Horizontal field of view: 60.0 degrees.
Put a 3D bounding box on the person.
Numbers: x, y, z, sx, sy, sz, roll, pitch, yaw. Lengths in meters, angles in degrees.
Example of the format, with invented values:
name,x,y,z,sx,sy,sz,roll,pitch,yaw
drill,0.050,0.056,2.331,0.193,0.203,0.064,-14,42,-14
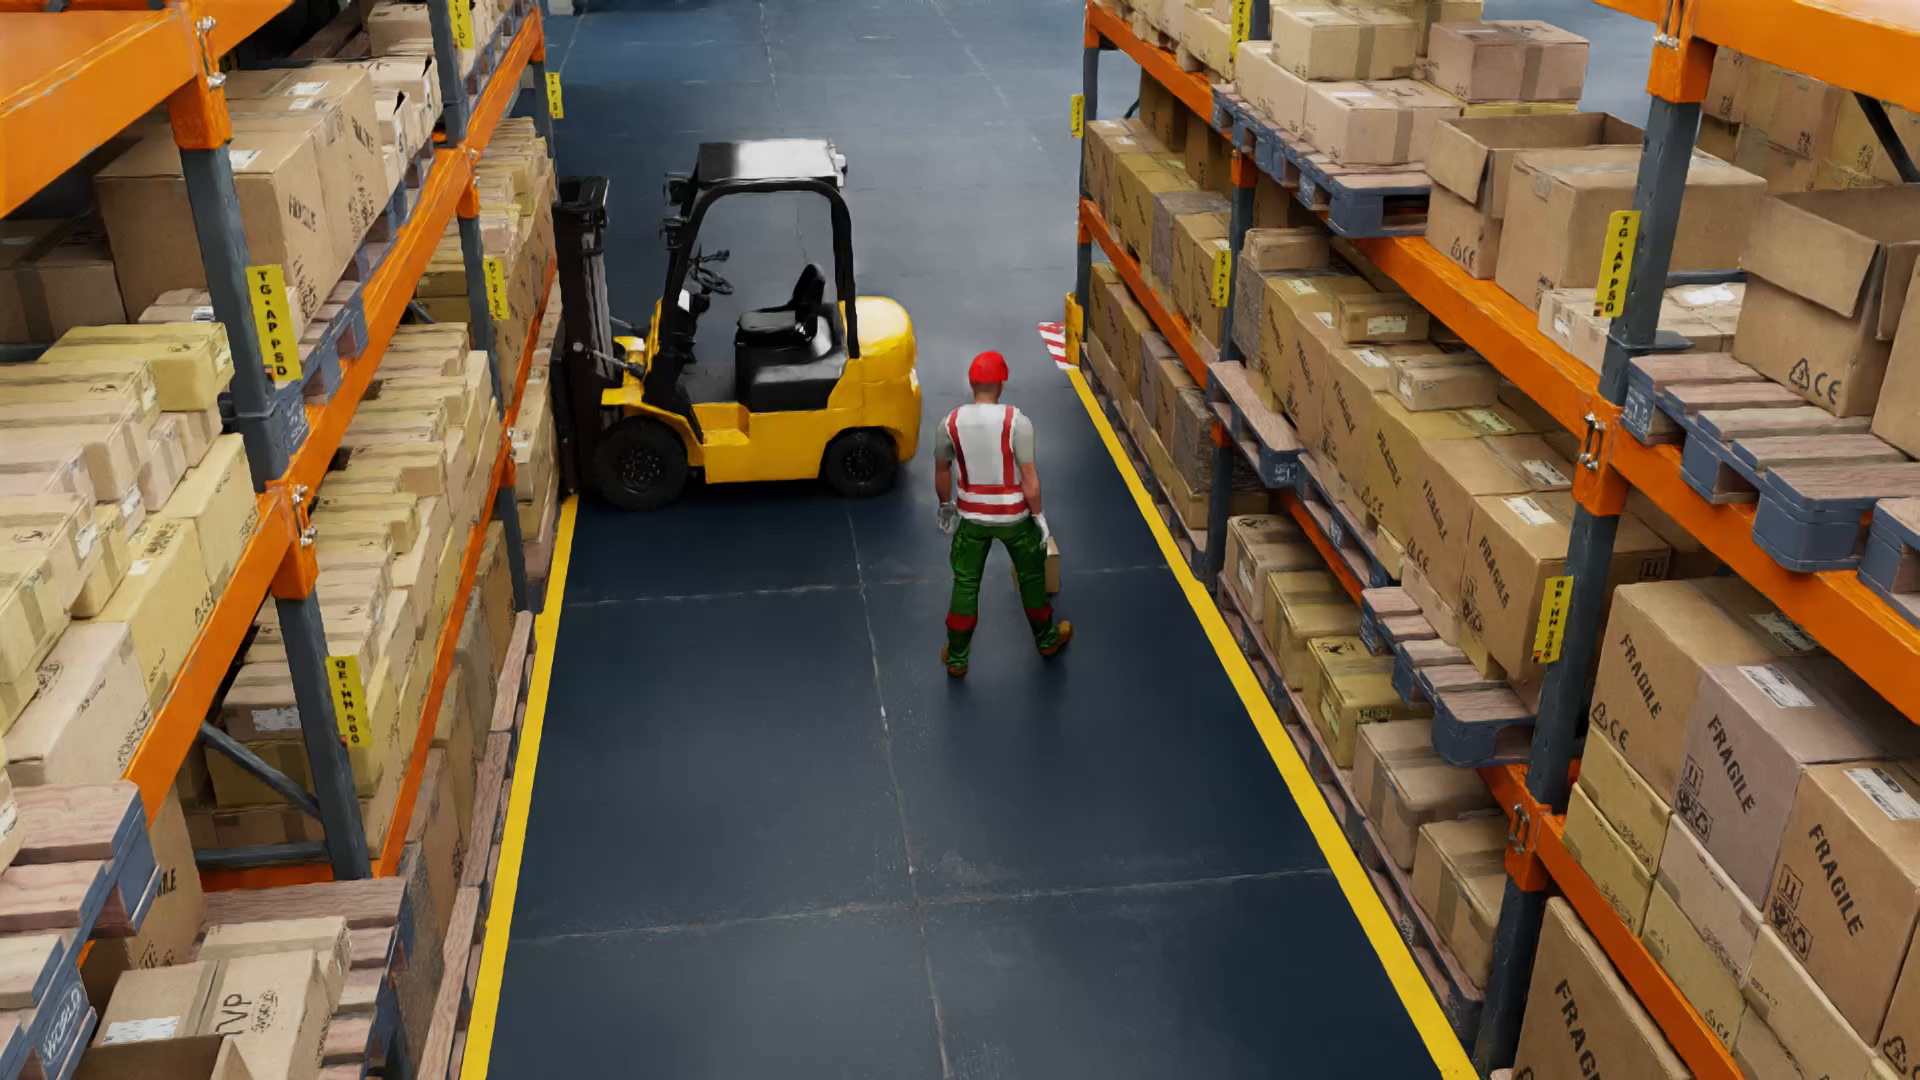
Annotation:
name,x,y,z,sx,sy,sz,roll,pitch,yaw
person,0.228,-0.160,8.868,0.715,1.769,0.631,8,28,16
